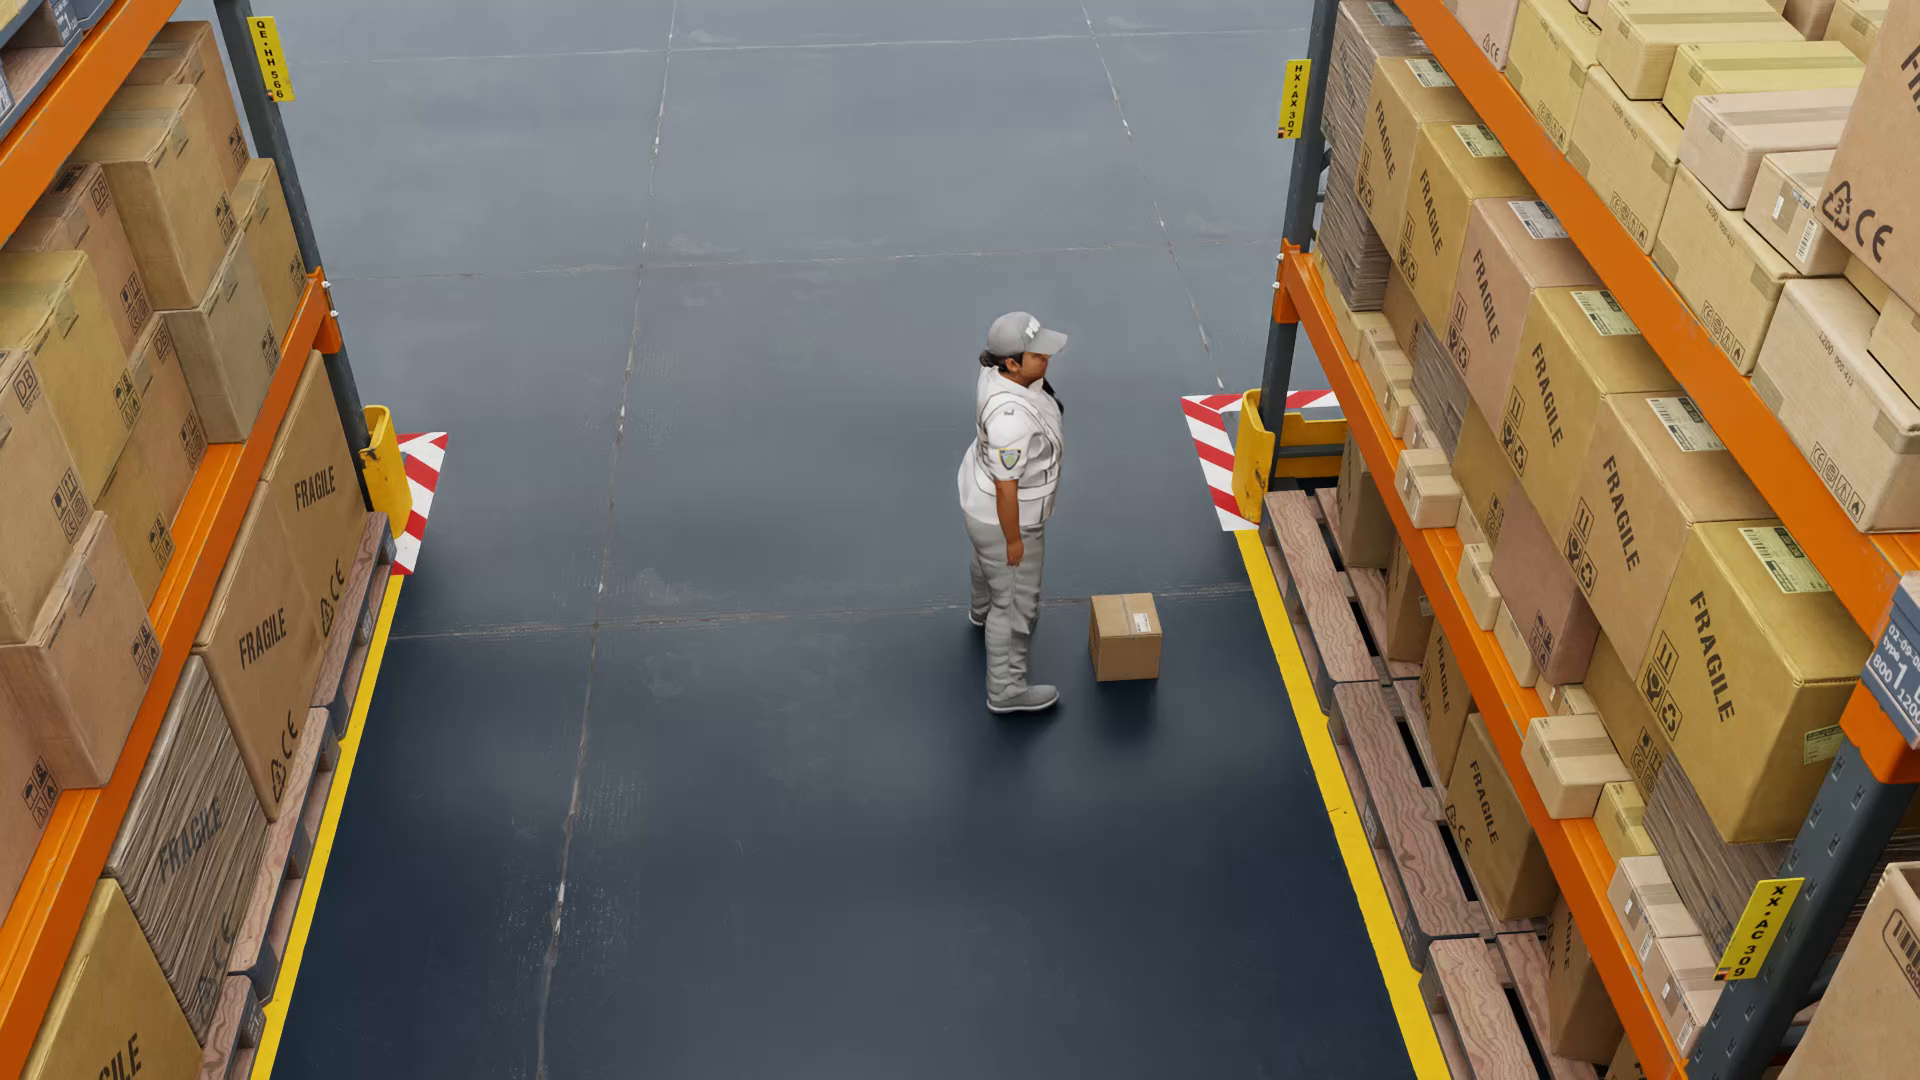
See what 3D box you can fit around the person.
[{"bbox_3d":[0.196,-0.138,6.315,0.404,1.670,0.646,-2,39,-2],"label":"person"}]
